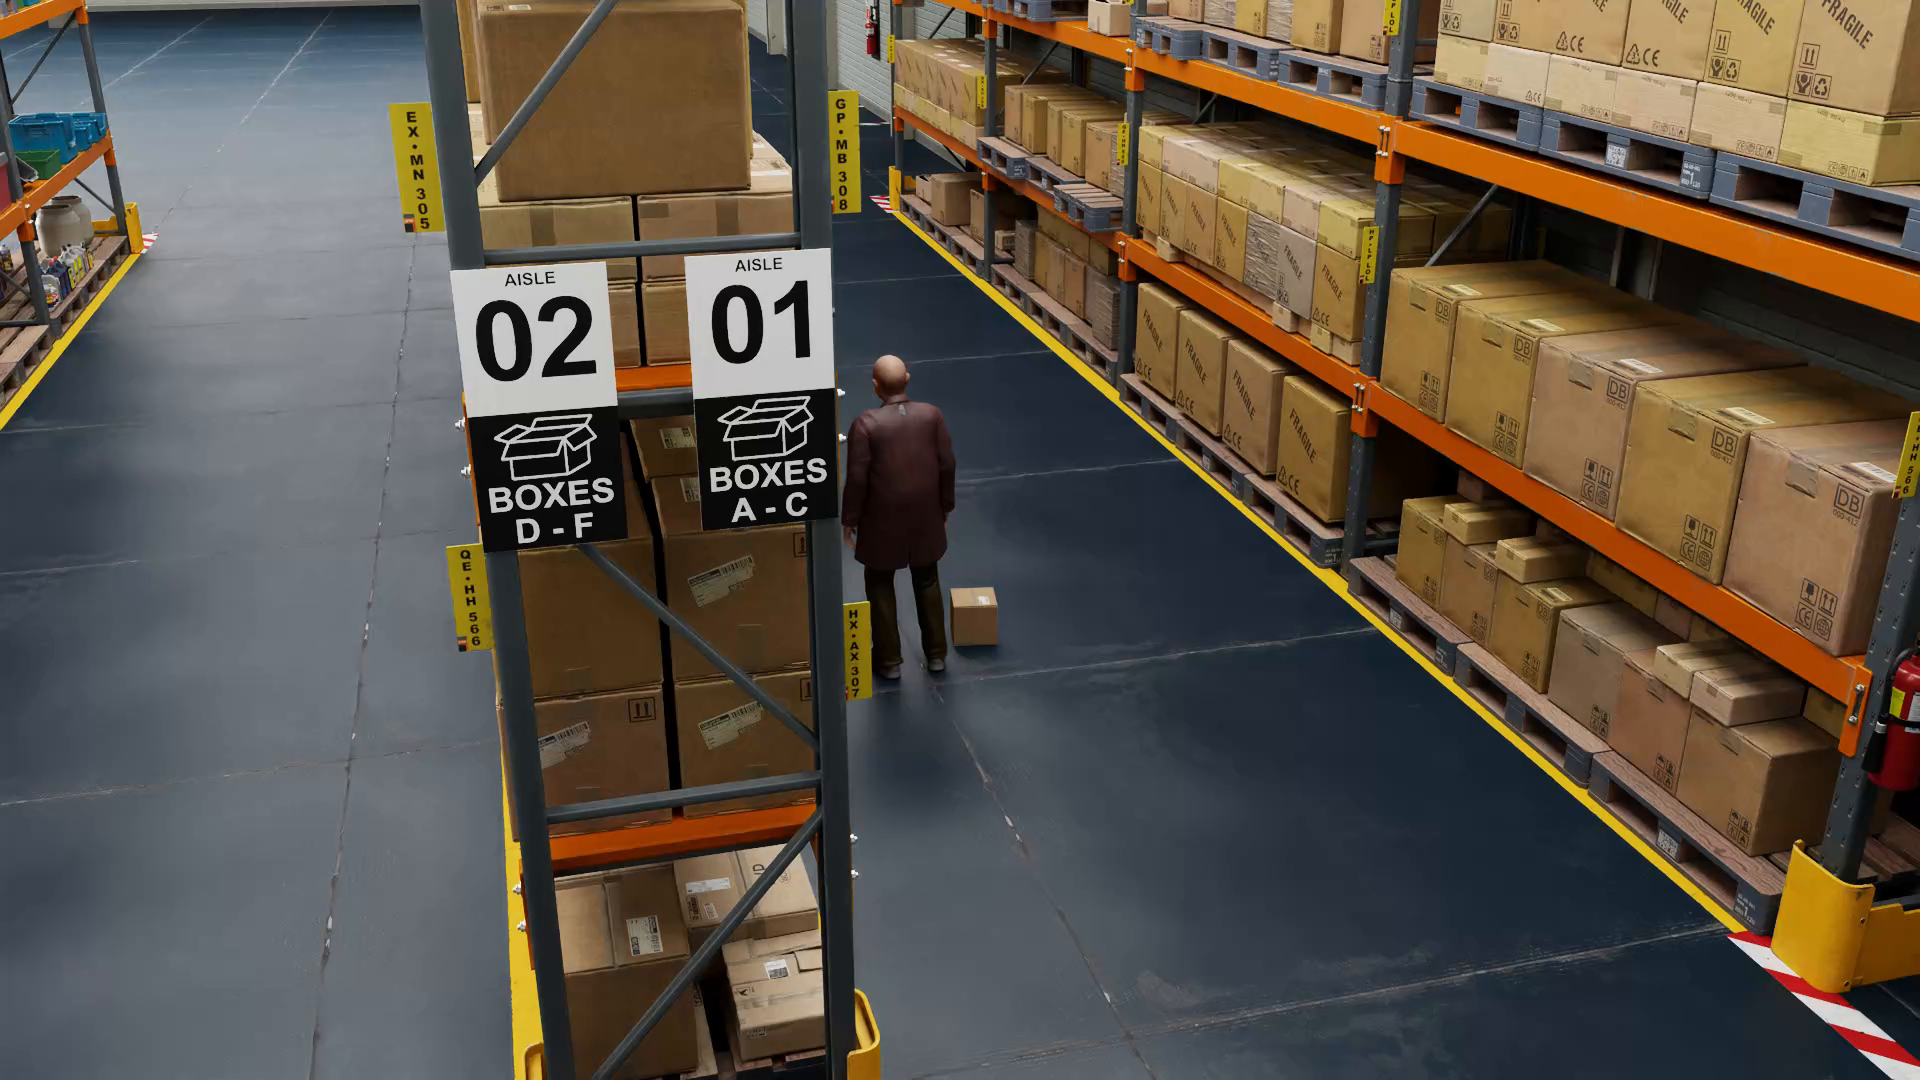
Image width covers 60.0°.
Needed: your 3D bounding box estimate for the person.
[{"bbox_3d":[-0.331,-0.120,8.901,0.654,1.775,0.424,-9,24,-20],"label":"person"}]
